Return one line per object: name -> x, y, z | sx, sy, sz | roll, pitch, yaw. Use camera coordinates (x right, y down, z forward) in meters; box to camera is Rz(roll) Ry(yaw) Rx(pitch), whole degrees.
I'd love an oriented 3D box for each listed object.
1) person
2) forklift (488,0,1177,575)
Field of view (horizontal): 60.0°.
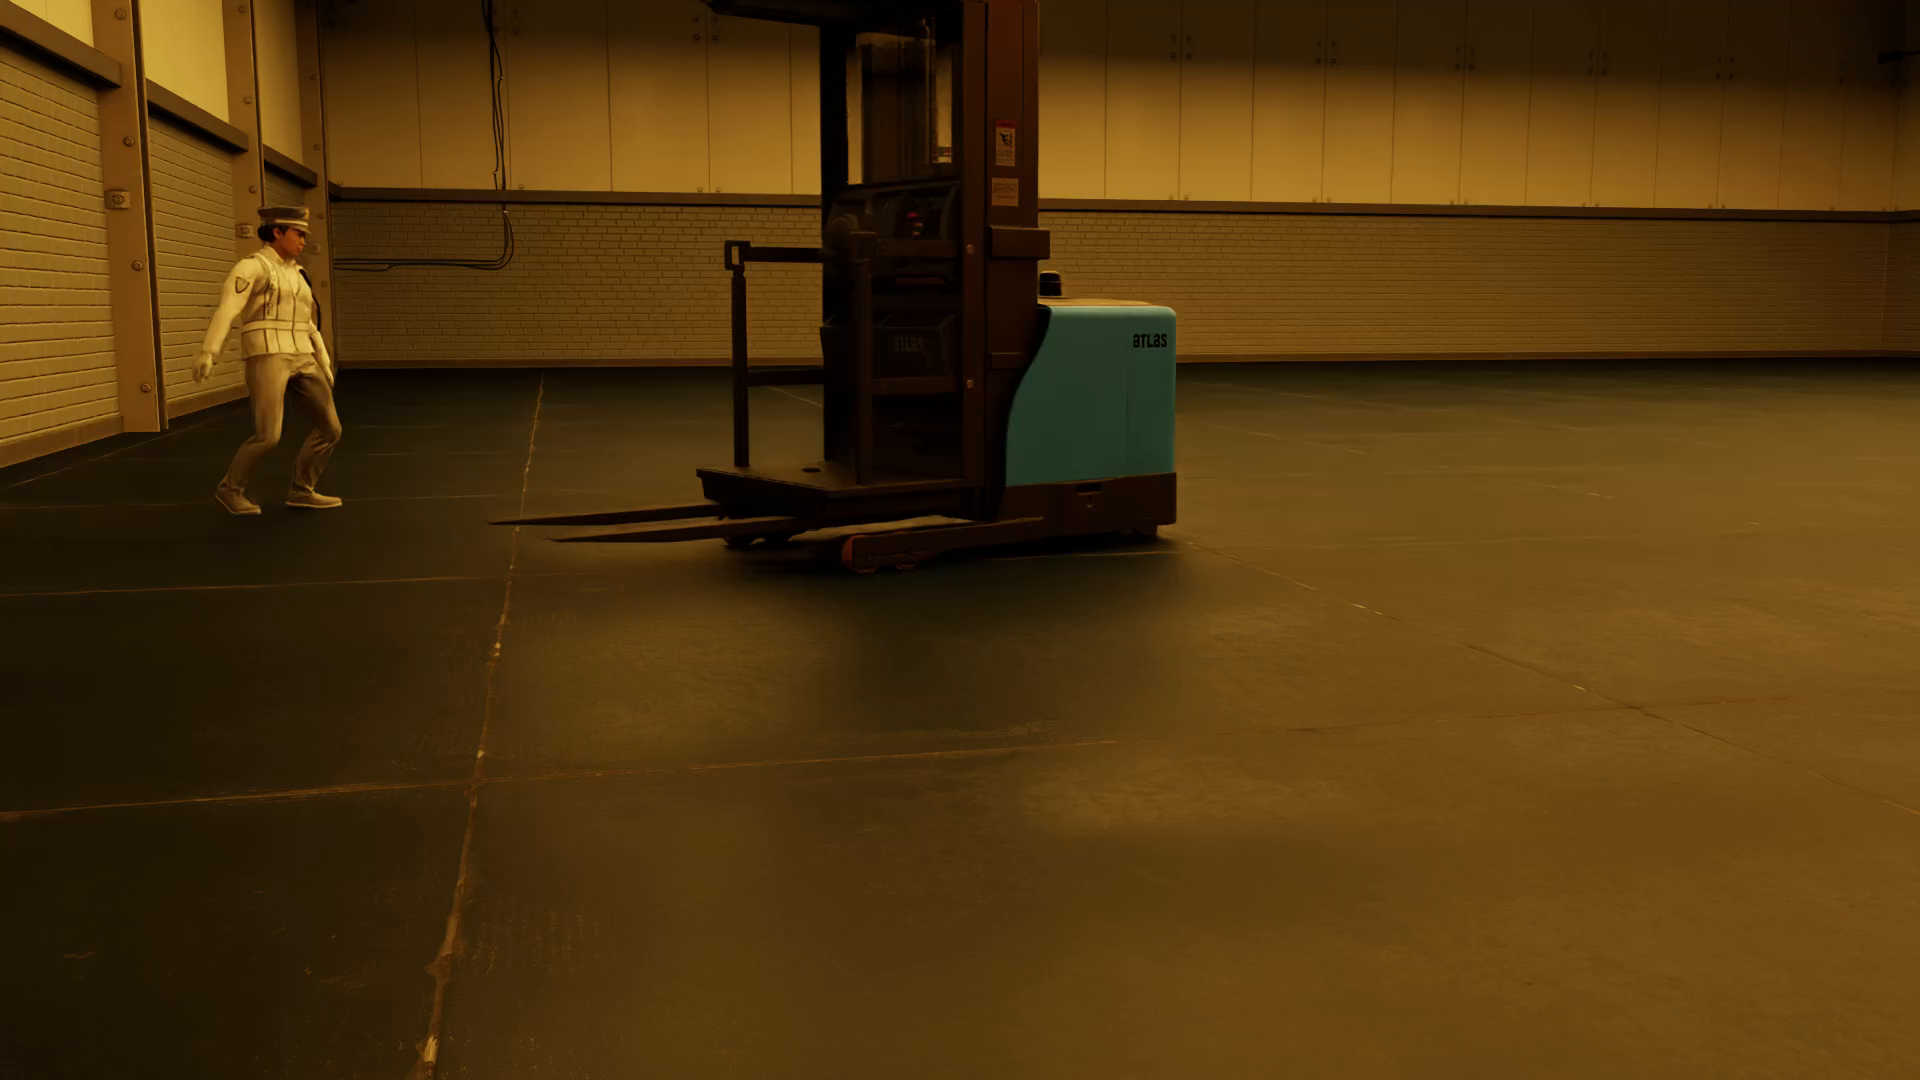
person -> -3.594, -0.916, 8.593 | 0.448, 1.582, 0.812 | 4, 9, 25
forklift -> -0.472, -1.393, 7.085 | 3.031, 2.935, 1.130 | -6, 10, -37
